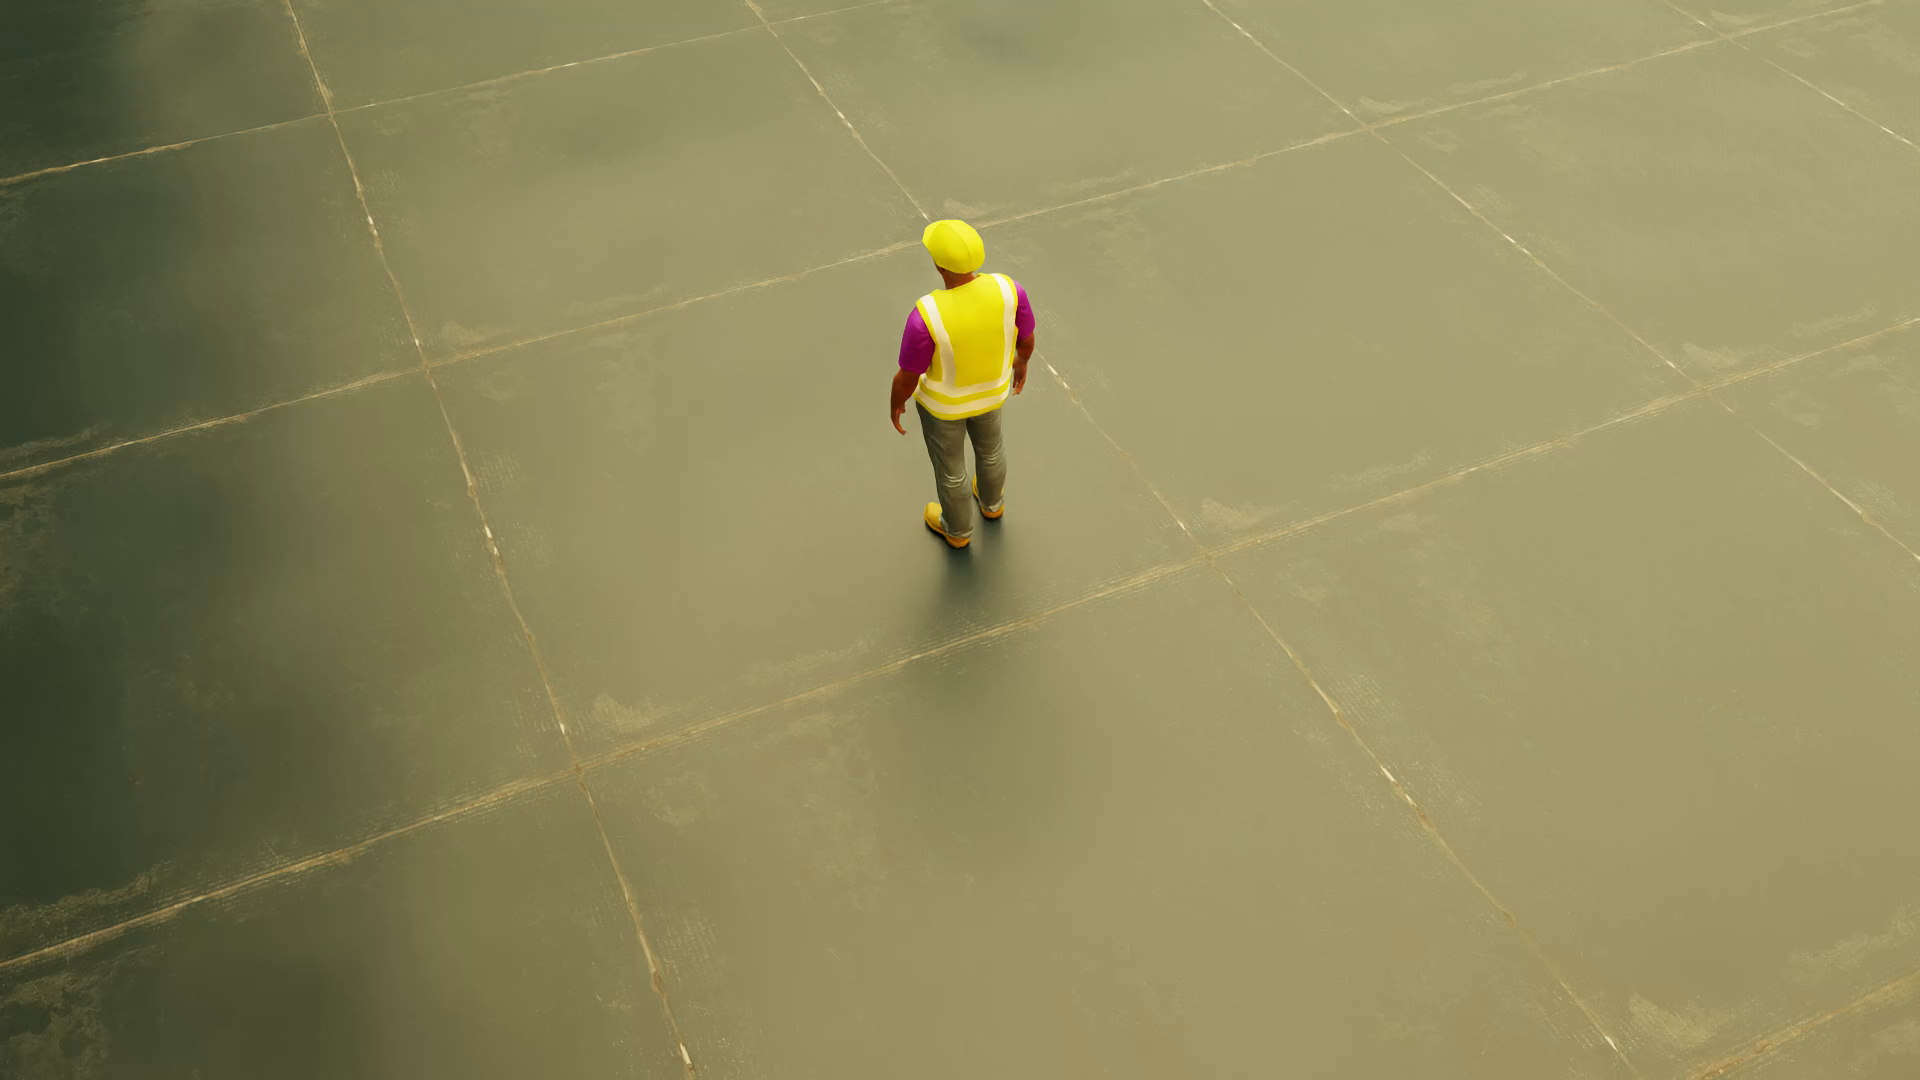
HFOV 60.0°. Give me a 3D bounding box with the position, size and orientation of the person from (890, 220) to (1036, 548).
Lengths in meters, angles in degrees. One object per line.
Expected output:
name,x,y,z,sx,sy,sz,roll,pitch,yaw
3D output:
person,-0.023,-0.696,7.269,0.665,1.765,0.577,-18,46,-18
